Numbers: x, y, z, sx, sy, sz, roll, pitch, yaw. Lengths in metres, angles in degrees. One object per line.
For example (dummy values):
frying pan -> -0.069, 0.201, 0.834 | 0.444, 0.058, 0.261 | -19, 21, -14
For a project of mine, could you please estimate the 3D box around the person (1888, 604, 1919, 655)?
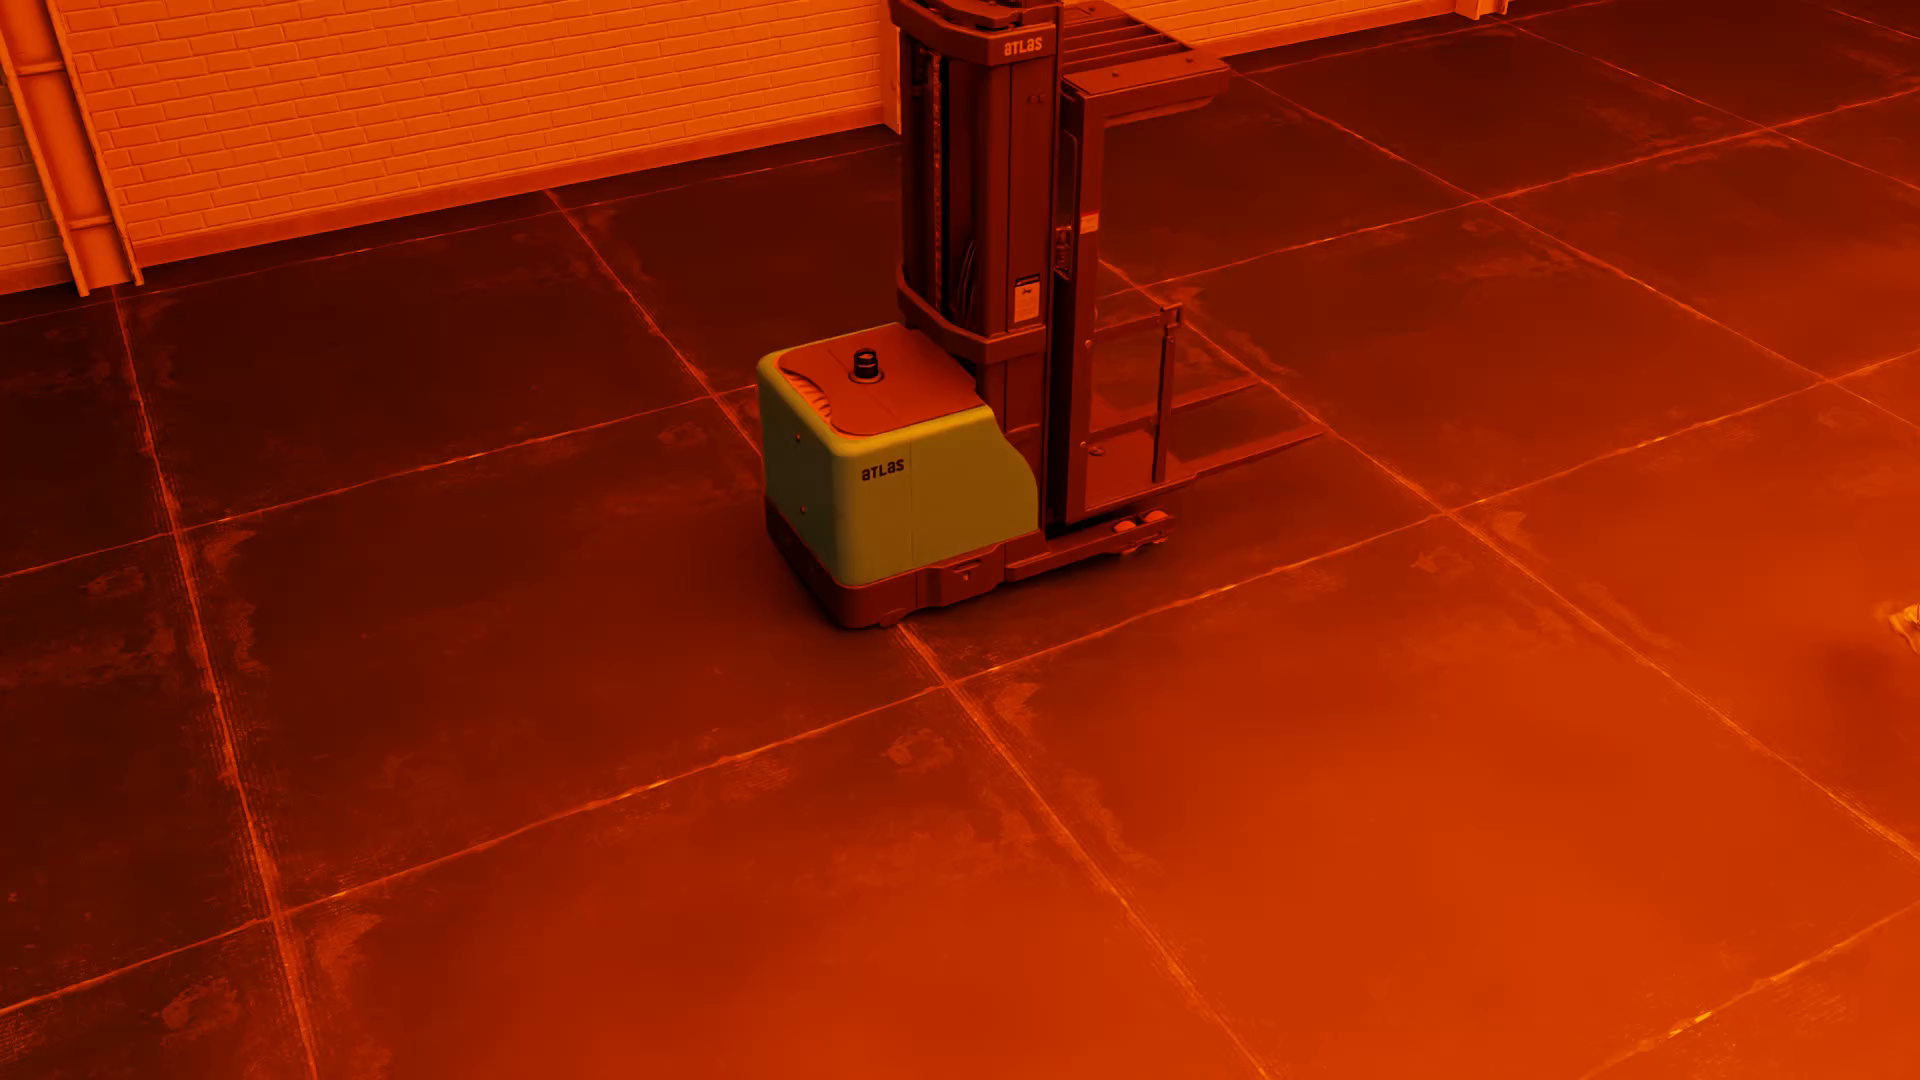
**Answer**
person -> 4.533, 0.152, 7.064 | 0.506, 1.638, 1.085 | 1, 35, 2

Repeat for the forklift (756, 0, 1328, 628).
forklift -> 0.538, -1.377, 8.071 | 3.031, 2.935, 1.130 | -17, 39, -23
